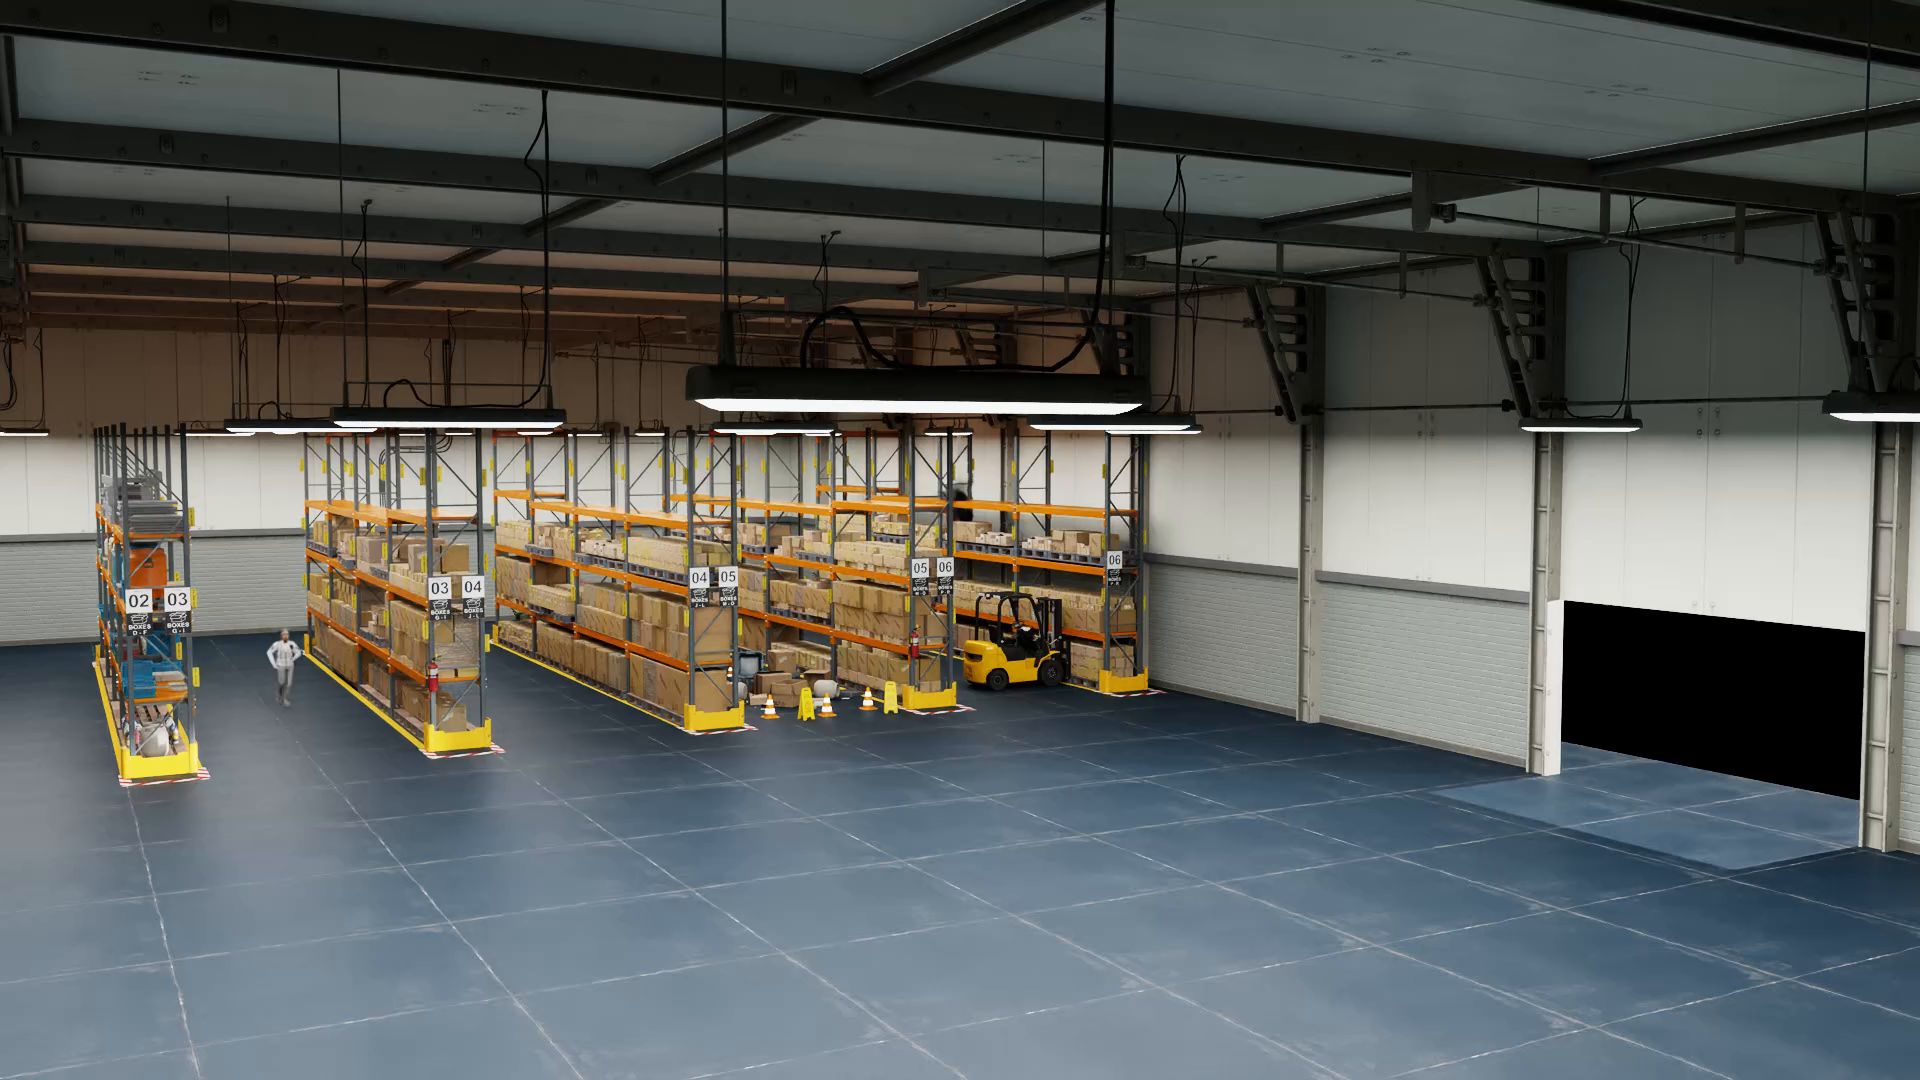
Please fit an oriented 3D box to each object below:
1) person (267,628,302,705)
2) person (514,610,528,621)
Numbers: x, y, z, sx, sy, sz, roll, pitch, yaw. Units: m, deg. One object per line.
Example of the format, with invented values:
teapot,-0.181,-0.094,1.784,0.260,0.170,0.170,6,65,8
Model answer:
person,-14.448,2.718,35.633,0.667,1.665,0.532,-2,4,-31
person,-12.696,1.911,48.516,0.771,1.801,0.723,1,4,12
